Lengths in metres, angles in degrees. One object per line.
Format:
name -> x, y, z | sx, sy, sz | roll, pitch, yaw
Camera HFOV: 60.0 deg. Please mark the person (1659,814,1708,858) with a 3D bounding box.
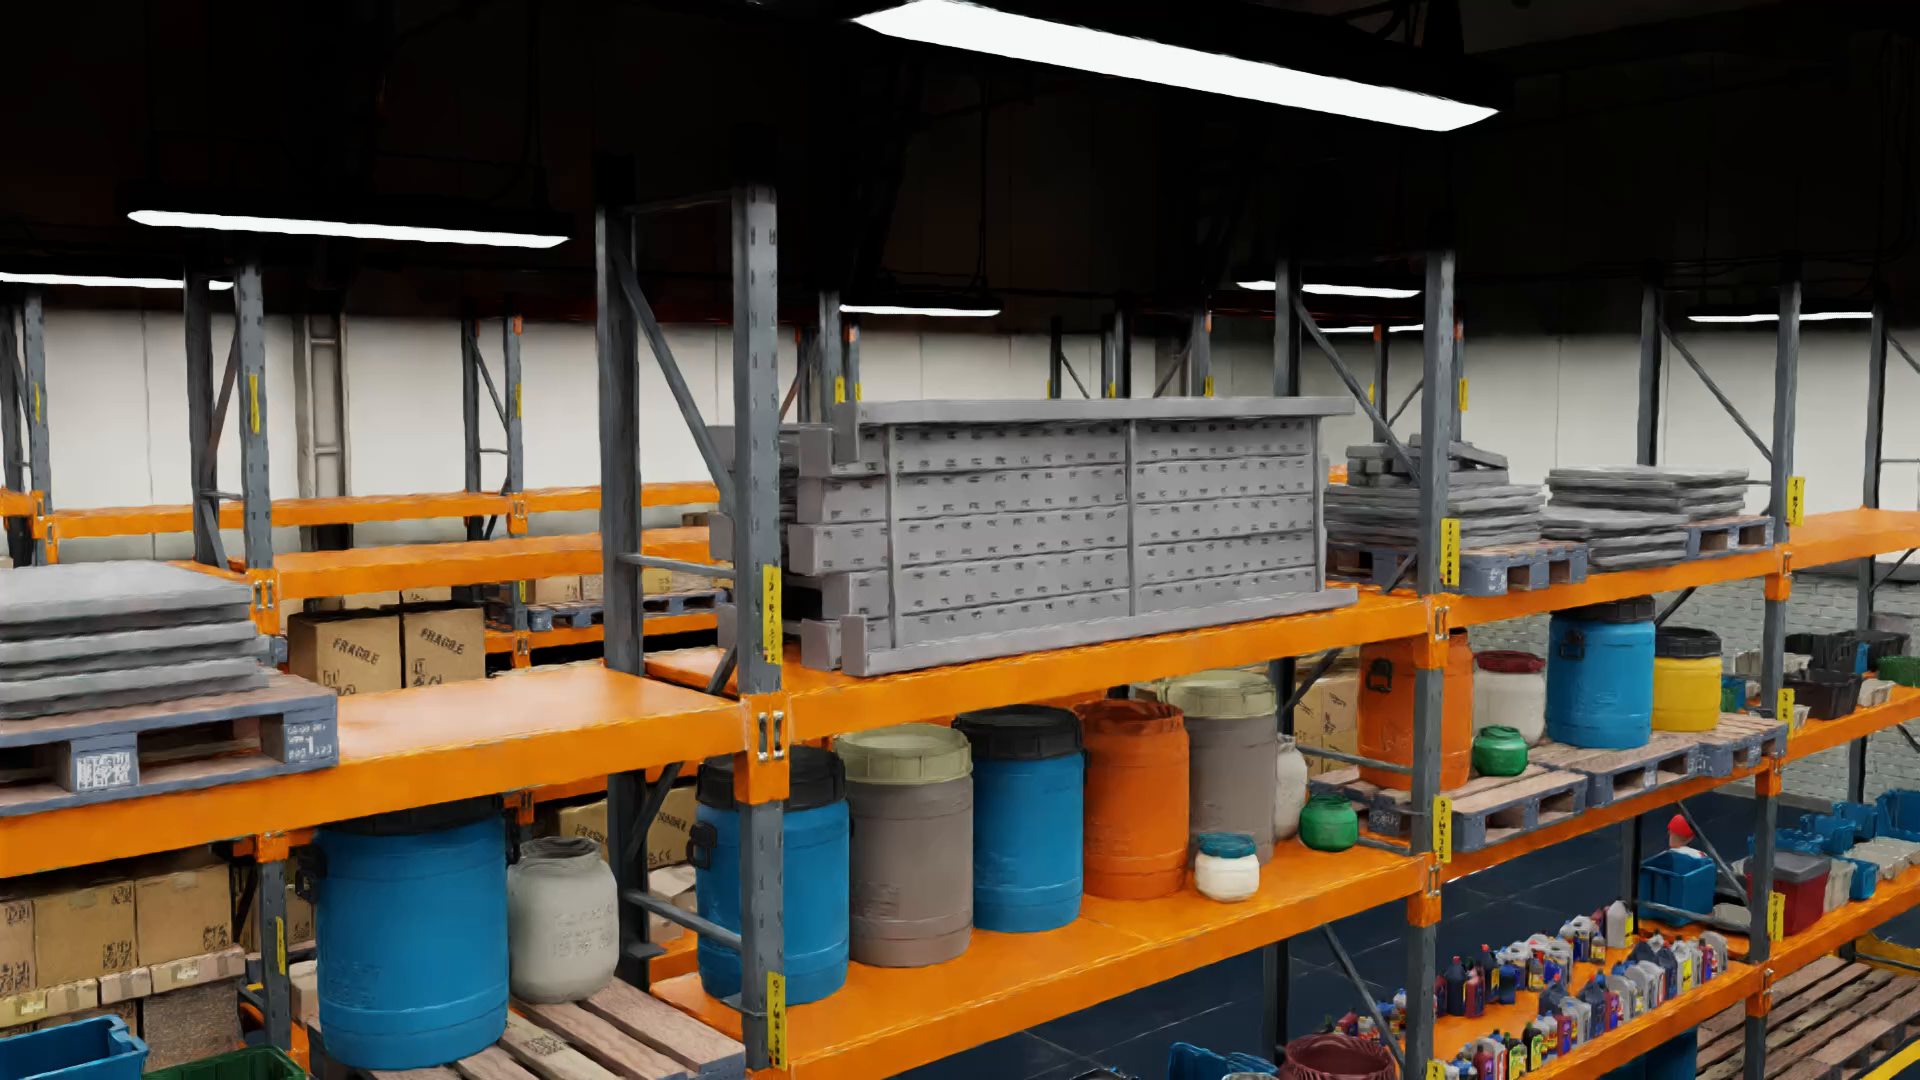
person -> 5.650, 3.026, 13.108 | 0.667, 1.785, 0.588 | -2, 6, -22
